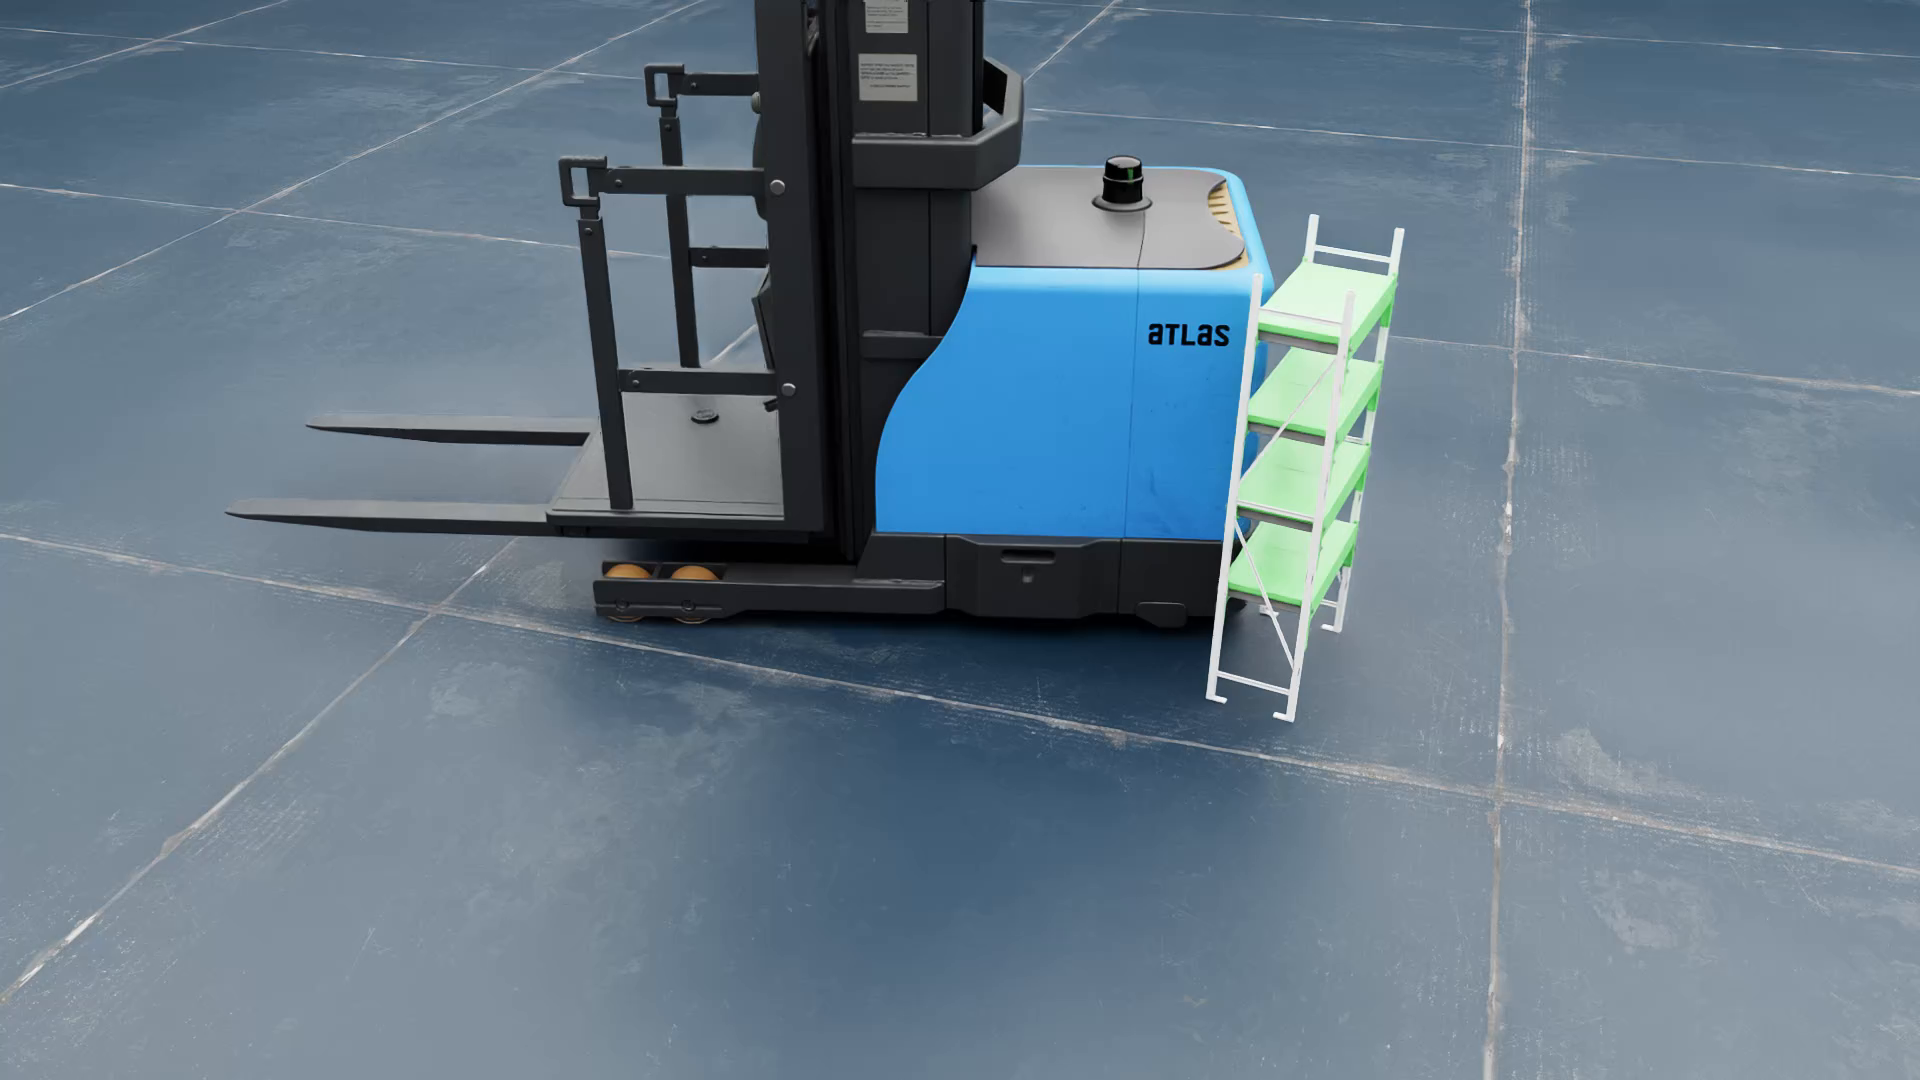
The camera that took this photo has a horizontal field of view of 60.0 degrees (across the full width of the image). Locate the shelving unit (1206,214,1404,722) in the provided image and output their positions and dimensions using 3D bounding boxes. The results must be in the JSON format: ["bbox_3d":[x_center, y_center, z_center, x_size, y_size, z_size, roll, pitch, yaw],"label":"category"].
[{"bbox_3d":[0.891,-0.178,4.330,0.258,1.200,0.503,14,32,22],"label":"shelving unit"}]

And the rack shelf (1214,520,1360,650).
[{"bbox_3d":[0.885,0.086,4.481,0.258,0.148,0.480,14,32,22],"label":"rack shelf"}]

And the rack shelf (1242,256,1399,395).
[{"bbox_3d":[0.899,-0.540,4.125,0.258,0.148,0.480,14,32,22],"label":"rack shelf"}]

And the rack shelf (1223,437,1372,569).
[{"bbox_3d":[0.889,-0.123,4.362,0.258,0.148,0.480,14,32,22],"label":"rack shelf"}]

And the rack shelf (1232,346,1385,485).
[{"bbox_3d":[0.894,-0.331,4.243,0.258,0.148,0.480,14,32,22],"label":"rack shelf"}]

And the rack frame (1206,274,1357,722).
[{"bbox_3d":[0.785,-0.071,4.138,0.240,1.200,0.015,14,32,22],"label":"rack frame"}]

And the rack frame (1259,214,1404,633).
[{"bbox_3d":[0.997,-0.285,4.522,0.240,1.200,0.015,14,32,22],"label":"rack frame"}]

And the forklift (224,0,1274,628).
[{"bbox_3d":[-0.659,-1.292,4.557,3.031,2.935,1.130,1,29,3],"label":"forklift"}]
